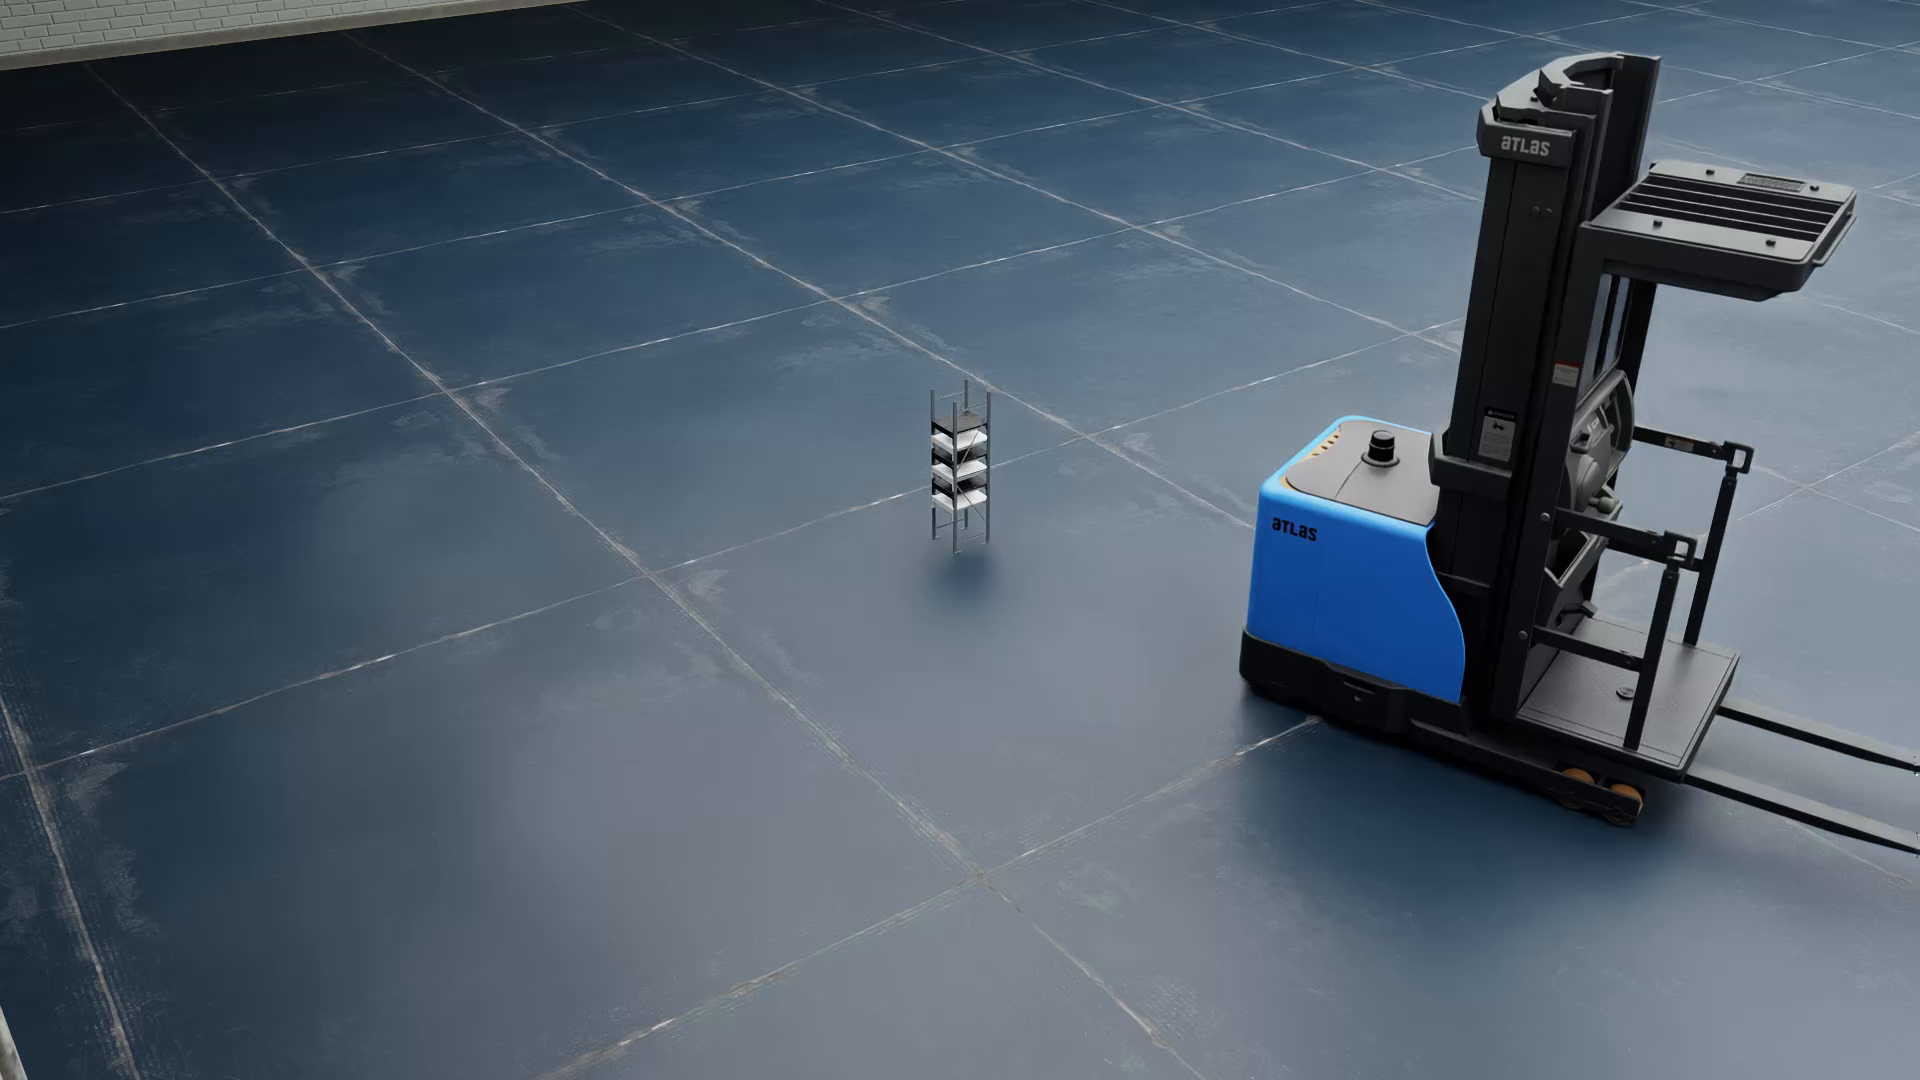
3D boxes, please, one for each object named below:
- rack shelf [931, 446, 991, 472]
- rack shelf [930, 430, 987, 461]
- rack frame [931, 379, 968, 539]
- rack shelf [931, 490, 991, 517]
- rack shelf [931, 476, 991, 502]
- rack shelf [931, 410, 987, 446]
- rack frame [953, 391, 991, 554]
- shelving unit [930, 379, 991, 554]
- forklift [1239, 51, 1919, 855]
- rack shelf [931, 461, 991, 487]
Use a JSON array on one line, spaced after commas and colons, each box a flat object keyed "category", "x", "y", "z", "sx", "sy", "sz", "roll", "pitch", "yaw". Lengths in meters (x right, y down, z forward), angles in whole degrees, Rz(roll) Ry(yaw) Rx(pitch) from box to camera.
[{"category": "rack shelf", "x": 0.005, "y": -0.442, "z": 8.940, "sx": 0.258, "sy": 0.077, "sz": 0.200, "roll": -19, "pitch": 34, "yaw": -31}, {"category": "rack shelf", "x": 0.005, "y": -0.521, "z": 8.897, "sx": 0.258, "sy": 0.077, "sz": 0.200, "roll": -19, "pitch": 34, "yaw": -31}, {"category": "rack frame", "x": -0.054, "y": -0.432, "z": 9.040, "sx": 0.240, "sy": 0.900, "sz": 0.006, "roll": -19, "pitch": 34, "yaw": -31}, {"category": "rack shelf", "x": 0.005, "y": -0.205, "z": 9.069, "sx": 0.258, "sy": 0.077, "sz": 0.200, "roll": -19, "pitch": 34, "yaw": -31}, {"category": "rack shelf", "x": 0.005, "y": -0.284, "z": 9.026, "sx": 0.258, "sy": 0.077, "sz": 0.200, "roll": -19, "pitch": 34, "yaw": -31}, {"category": "rack shelf", "x": 0.005, "y": -0.600, "z": 8.854, "sx": 0.258, "sy": 0.077, "sz": 0.200, "roll": -19, "pitch": 34, "yaw": -31}, {"category": "rack frame", "x": 0.064, "y": -0.353, "z": 8.895, "sx": 0.240, "sy": 0.900, "sz": 0.006, "roll": -19, "pitch": 34, "yaw": -31}, {"category": "shelving unit", "x": 0.005, "y": -0.392, "z": 8.967, "sx": 0.258, "sy": 0.900, "sz": 0.210, "roll": -19, "pitch": 34, "yaw": -31}, {"category": "forklift", "x": 2.827, "y": -0.382, "z": 6.820, "sx": 3.031, "sy": 2.935, "sz": 1.130, "roll": 18, "pitch": 33, "yaw": 30}, {"category": "rack shelf", "x": 0.005, "y": -0.363, "z": 8.983, "sx": 0.258, "sy": 0.077, "sz": 0.200, "roll": -19, "pitch": 34, "yaw": -31}]
